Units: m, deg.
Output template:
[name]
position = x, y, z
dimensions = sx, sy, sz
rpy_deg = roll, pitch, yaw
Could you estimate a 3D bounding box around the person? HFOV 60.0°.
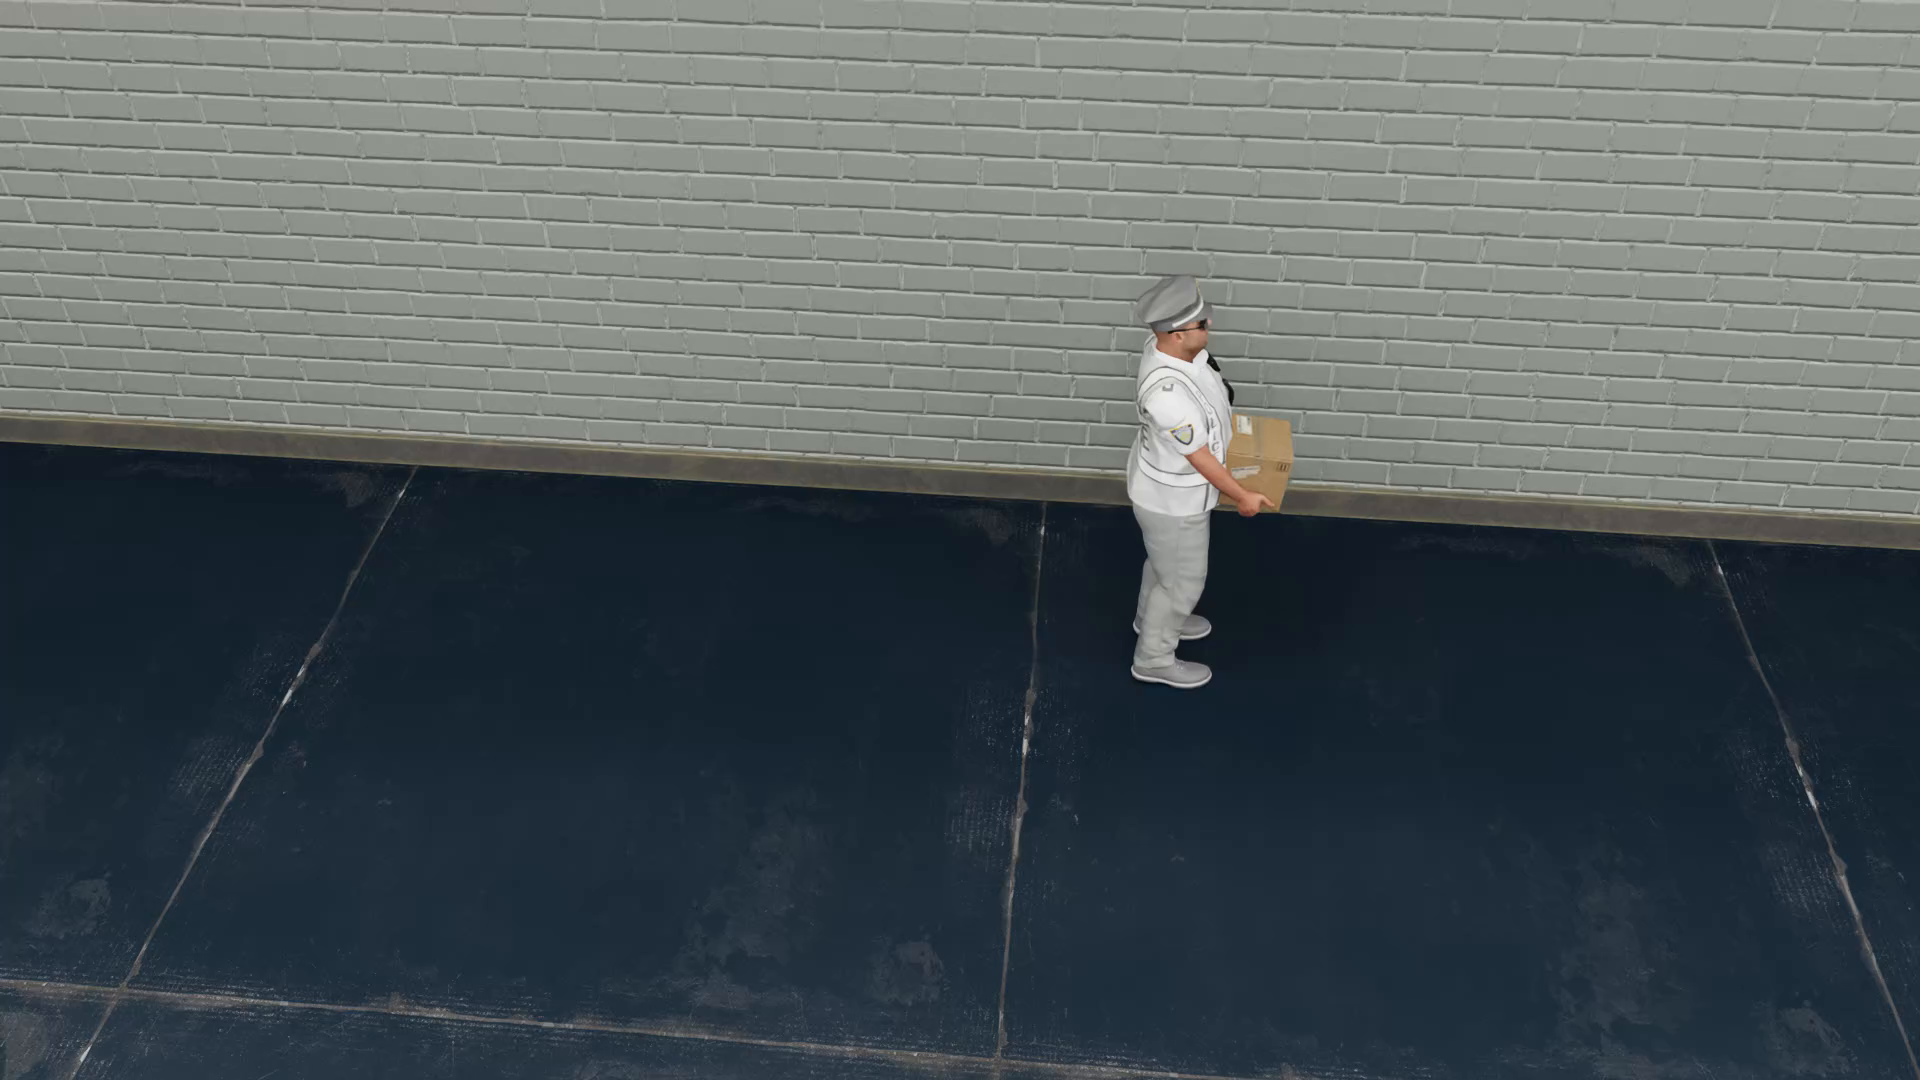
[person]
position = 0.912, -0.217, 6.396
dimensions = 0.566, 1.768, 0.493
rpy_deg = 3, 40, 4
